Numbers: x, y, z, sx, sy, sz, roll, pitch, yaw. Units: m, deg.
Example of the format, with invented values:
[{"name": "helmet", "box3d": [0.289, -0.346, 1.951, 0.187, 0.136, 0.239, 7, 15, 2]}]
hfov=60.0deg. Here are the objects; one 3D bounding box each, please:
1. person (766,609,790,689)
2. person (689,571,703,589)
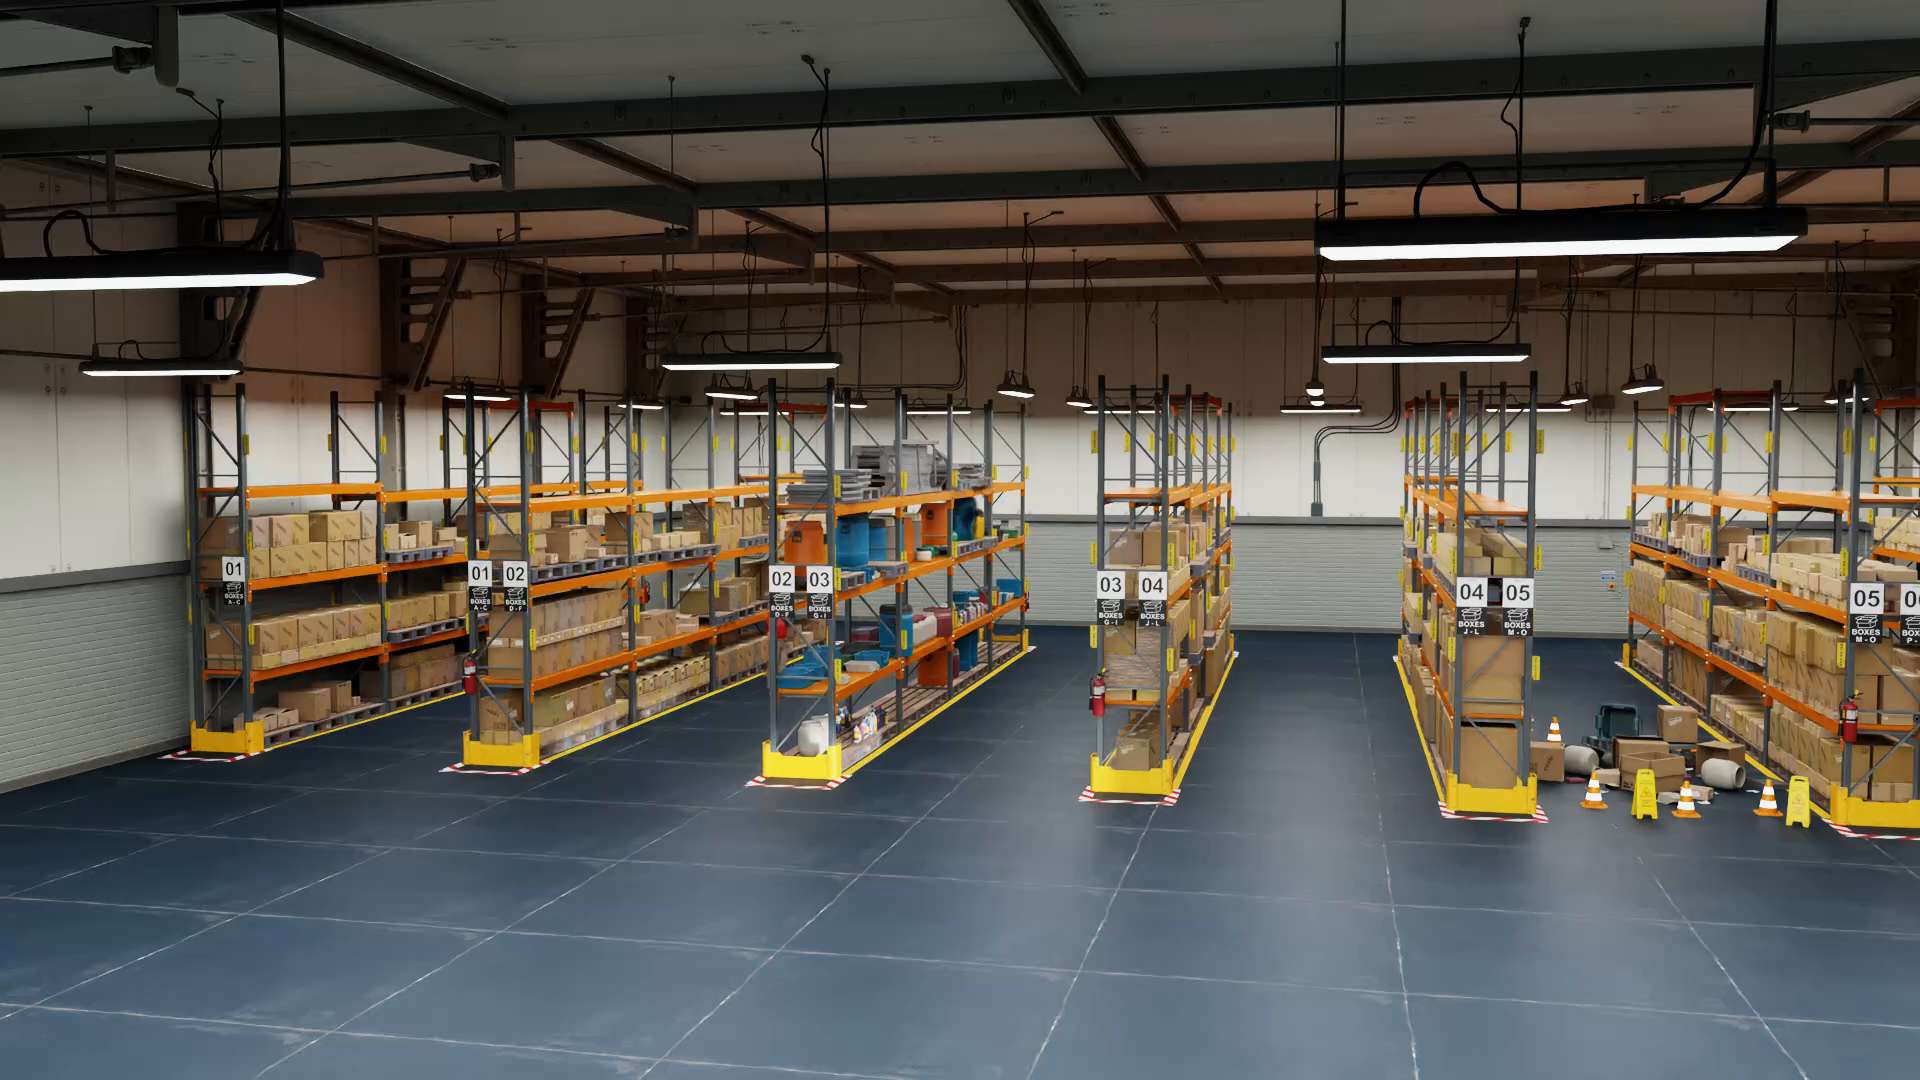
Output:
[{"name": "person", "box3d": [-3.771, 2.226, 34.401, 0.410, 1.803, 0.631, 3, 4, 39]}, {"name": "person", "box3d": [-6.886, 1.655, 43.529, 0.439, 1.673, 0.495, 1, 3, 16]}]
